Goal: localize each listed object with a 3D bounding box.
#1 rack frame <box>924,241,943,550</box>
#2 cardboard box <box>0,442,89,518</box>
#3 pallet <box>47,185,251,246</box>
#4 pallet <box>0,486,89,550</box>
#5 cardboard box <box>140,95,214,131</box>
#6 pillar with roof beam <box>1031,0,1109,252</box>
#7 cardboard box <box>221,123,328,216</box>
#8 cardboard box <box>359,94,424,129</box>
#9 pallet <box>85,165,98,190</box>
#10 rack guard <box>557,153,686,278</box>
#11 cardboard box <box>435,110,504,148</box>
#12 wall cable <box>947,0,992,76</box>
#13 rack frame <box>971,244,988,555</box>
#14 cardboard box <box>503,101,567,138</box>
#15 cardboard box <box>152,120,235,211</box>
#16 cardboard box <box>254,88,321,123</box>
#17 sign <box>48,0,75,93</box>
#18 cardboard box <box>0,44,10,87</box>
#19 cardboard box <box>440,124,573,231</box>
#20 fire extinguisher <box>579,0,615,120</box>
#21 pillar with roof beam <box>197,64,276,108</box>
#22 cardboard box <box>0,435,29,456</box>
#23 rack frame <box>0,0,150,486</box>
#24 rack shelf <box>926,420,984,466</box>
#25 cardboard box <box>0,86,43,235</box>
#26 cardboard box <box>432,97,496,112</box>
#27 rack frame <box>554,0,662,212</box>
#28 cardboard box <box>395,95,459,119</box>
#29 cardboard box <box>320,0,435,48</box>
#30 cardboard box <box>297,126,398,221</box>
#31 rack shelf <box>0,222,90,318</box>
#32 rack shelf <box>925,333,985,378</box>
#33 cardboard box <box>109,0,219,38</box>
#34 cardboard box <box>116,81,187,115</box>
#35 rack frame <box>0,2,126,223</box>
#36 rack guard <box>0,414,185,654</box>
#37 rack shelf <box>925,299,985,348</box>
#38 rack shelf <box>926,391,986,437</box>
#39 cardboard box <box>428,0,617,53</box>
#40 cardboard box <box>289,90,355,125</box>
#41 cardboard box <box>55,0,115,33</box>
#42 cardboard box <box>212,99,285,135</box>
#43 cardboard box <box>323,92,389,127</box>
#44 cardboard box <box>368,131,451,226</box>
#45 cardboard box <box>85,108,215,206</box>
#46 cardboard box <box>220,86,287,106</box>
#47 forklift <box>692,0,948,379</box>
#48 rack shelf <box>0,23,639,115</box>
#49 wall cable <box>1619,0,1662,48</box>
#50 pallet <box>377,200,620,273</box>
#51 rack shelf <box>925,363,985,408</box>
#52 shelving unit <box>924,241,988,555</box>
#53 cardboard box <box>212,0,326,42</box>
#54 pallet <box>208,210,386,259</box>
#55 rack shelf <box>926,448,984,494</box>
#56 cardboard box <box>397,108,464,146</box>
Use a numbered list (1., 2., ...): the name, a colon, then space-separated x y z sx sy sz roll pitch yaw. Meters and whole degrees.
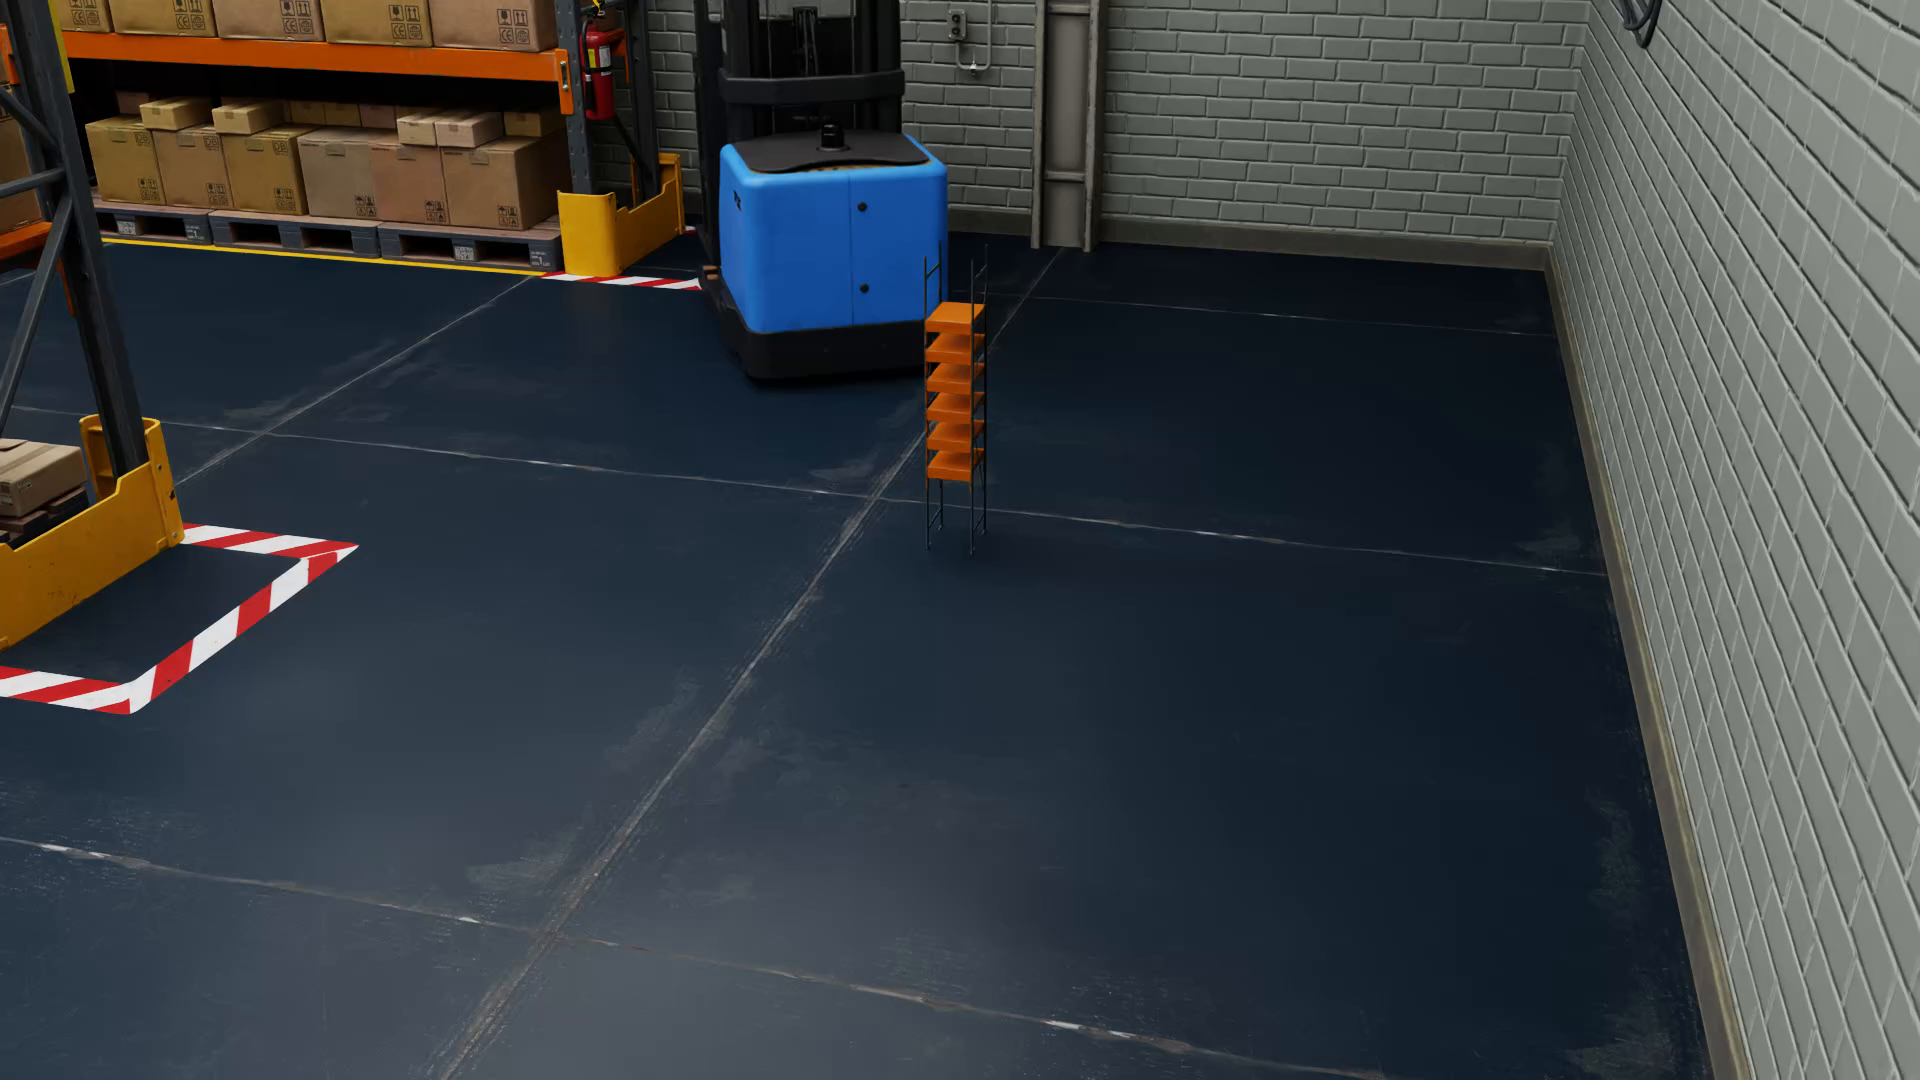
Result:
1. rack frame: -0.103 -0.553 6.516 0.006 1.200 0.240 6 26 13
2. cardboard box: -3.696 -0.243 6.575 0.250 0.149 0.380 6 26 13
3. pallet: -5.303 -2.261 11.254 1.213 0.211 1.003 6 26 13
4. pallet: -4.222 0.023 6.457 1.213 0.211 1.003 6 26 13
5. cardboard box: -5.035 -2.753 10.707 0.250 0.149 0.380 7 26 15
6. pillar with roof beam: -0.388 -4.193 5.090 0.400 9.000 9.100 6 26 13
7. cardboard box: -4.339 -2.461 10.850 0.500 0.500 0.700 7 26 14
8. cardboard box: -3.658 -2.771 10.745 0.250 0.149 0.380 7 26 14
9. pallet: -6.786 -2.426 11.601 1.213 0.211 1.003 6 26 13
10. rack guard: -2.123 -2.075 10.526 0.348 0.500 1.175 6 26 13
11. cardboard box: -3.019 -2.531 10.242 0.250 0.149 0.380 6 26 12
12. wall cable: -0.671 -3.921 10.315 1.851 1.984 0.084 6 26 13
13. rack frame: 0.075 -0.533 6.475 0.006 1.200 0.240 6 26 13
14. cardboard box: -2.678 -2.663 10.519 0.250 0.149 0.380 6 26 13
15. cardboard box: -4.836 -2.517 10.967 0.500 0.500 0.700 6 26 12
16. cardboard box: -4.402 -2.853 10.917 0.250 0.149 0.380 7 26 14
17. sign: -3.241 -1.760 5.950 0.005 0.325 0.100 6 26 13
18. cardboard box: -3.741 -1.797 5.756 0.500 0.500 0.500 7 26 15
19. cardboard box: -2.849 -2.300 10.511 0.500 0.500 0.700 6 26 13
20. fire extinguisher: -2.115 -2.794 9.654 0.183 0.674 0.296 6 26 13
21. pillar with roof beam: -6.199 -4.836 6.439 0.400 9.000 9.100 6 26 13
22. cardboard box: -3.939 -0.277 6.627 0.250 0.166 0.380 6 26 13
23. rack frame: -3.376 -1.143 5.662 0.127 3.000 1.000 6 26 13
24. rack shelf: -0.014 -0.395 6.566 0.180 0.103 0.258 6 26 13
25. cardboard box: -3.741 -1.346 5.971 0.500 0.500 0.500 7 26 14
26. cardboard box: -3.169 -2.717 10.632 0.250 0.149 0.380 6 26 13
27. rack frame: -2.146 -3.206 9.994 0.127 3.000 1.000 6 26 13
28. cardboard box: -3.411 -2.744 10.689 0.250 0.149 0.380 7 26 13
29. cardboard box: -3.350 -3.465 10.190 0.700 0.700 0.980 6 26 13
30. cardboard box: -3.821 -2.407 10.736 0.500 0.500 0.700 5 26 11
31. rack shelf: -5.313 -1.033 6.266 4.000 0.370 1.077 6 26 13
32. rack shelf: -0.014 -0.720 6.411 0.180 0.103 0.258 6 26 13
33. cardboard box: -4.793 -3.624 10.524 0.700 0.700 0.980 6 26 12
34. cardboard box: -5.413 -2.964 11.150 0.250 0.149 0.380 6 26 13
35. rack frame: -6.020 -3.634 10.894 0.127 3.000 1.000 6 26 13
36. rack guard: -3.450 -0.023 6.216 0.348 0.500 1.175 6 26 13
37. rack shelf: -0.014 -0.828 6.360 0.180 0.103 0.258 6 26 13
38. rack shelf: -0.014 -0.503 6.514 0.180 0.103 0.258 6 26 13
39. cardboard box: -2.643 -3.392 10.036 0.700 0.700 0.980 8 26 15
40. cardboard box: -4.152 -2.825 10.860 0.250 0.149 0.380 6 26 12
41. cardboard box: -5.499 -3.705 10.693 0.700 0.700 0.980 7 26 14
42. cardboard box: -4.530 -2.697 10.590 0.250 0.149 0.380 6 26 12
43. cardboard box: -3.907 -2.798 10.802 0.250 0.149 0.380 7 26 14
44. cardboard box: -3.334 -2.354 10.624 0.500 0.500 0.700 6 26 13
45. cardboard box: -5.322 -2.572 11.083 0.500 0.500 0.700 7 26 14
46. cardboard box: -4.646 -2.880 10.974 0.250 0.149 0.380 5 26 11
47. forklift: -0.922 -2.733 9.080 1.130 2.935 3.031 -7 26 -14
48. rack shelf: -4.083 -3.095 10.599 4.000 0.370 1.077 6 26 13
49. wall cable: 3.242 -3.758 7.788 0.112 2.526 3.097 6 26 13
50. pallet: -2.940 -2.000 10.705 1.213 0.211 1.003 6 26 13
51. rack shelf: -0.014 -0.612 6.463 0.180 0.103 0.258 6 26 13
52. shelving unit: -0.014 -0.543 6.495 0.189 1.200 0.258 6 26 13
53. cardboard box: -4.086 -3.551 10.369 0.700 0.700 0.980 5 26 10
54. pallet: -4.118 -2.131 10.981 1.213 0.211 1.003 6 26 13
55. rack shelf: -0.014 -0.286 6.618 0.180 0.103 0.258 6 26 13
56. cardboard box: -3.267 -2.558 10.298 0.250 0.149 0.380 7 26 14
